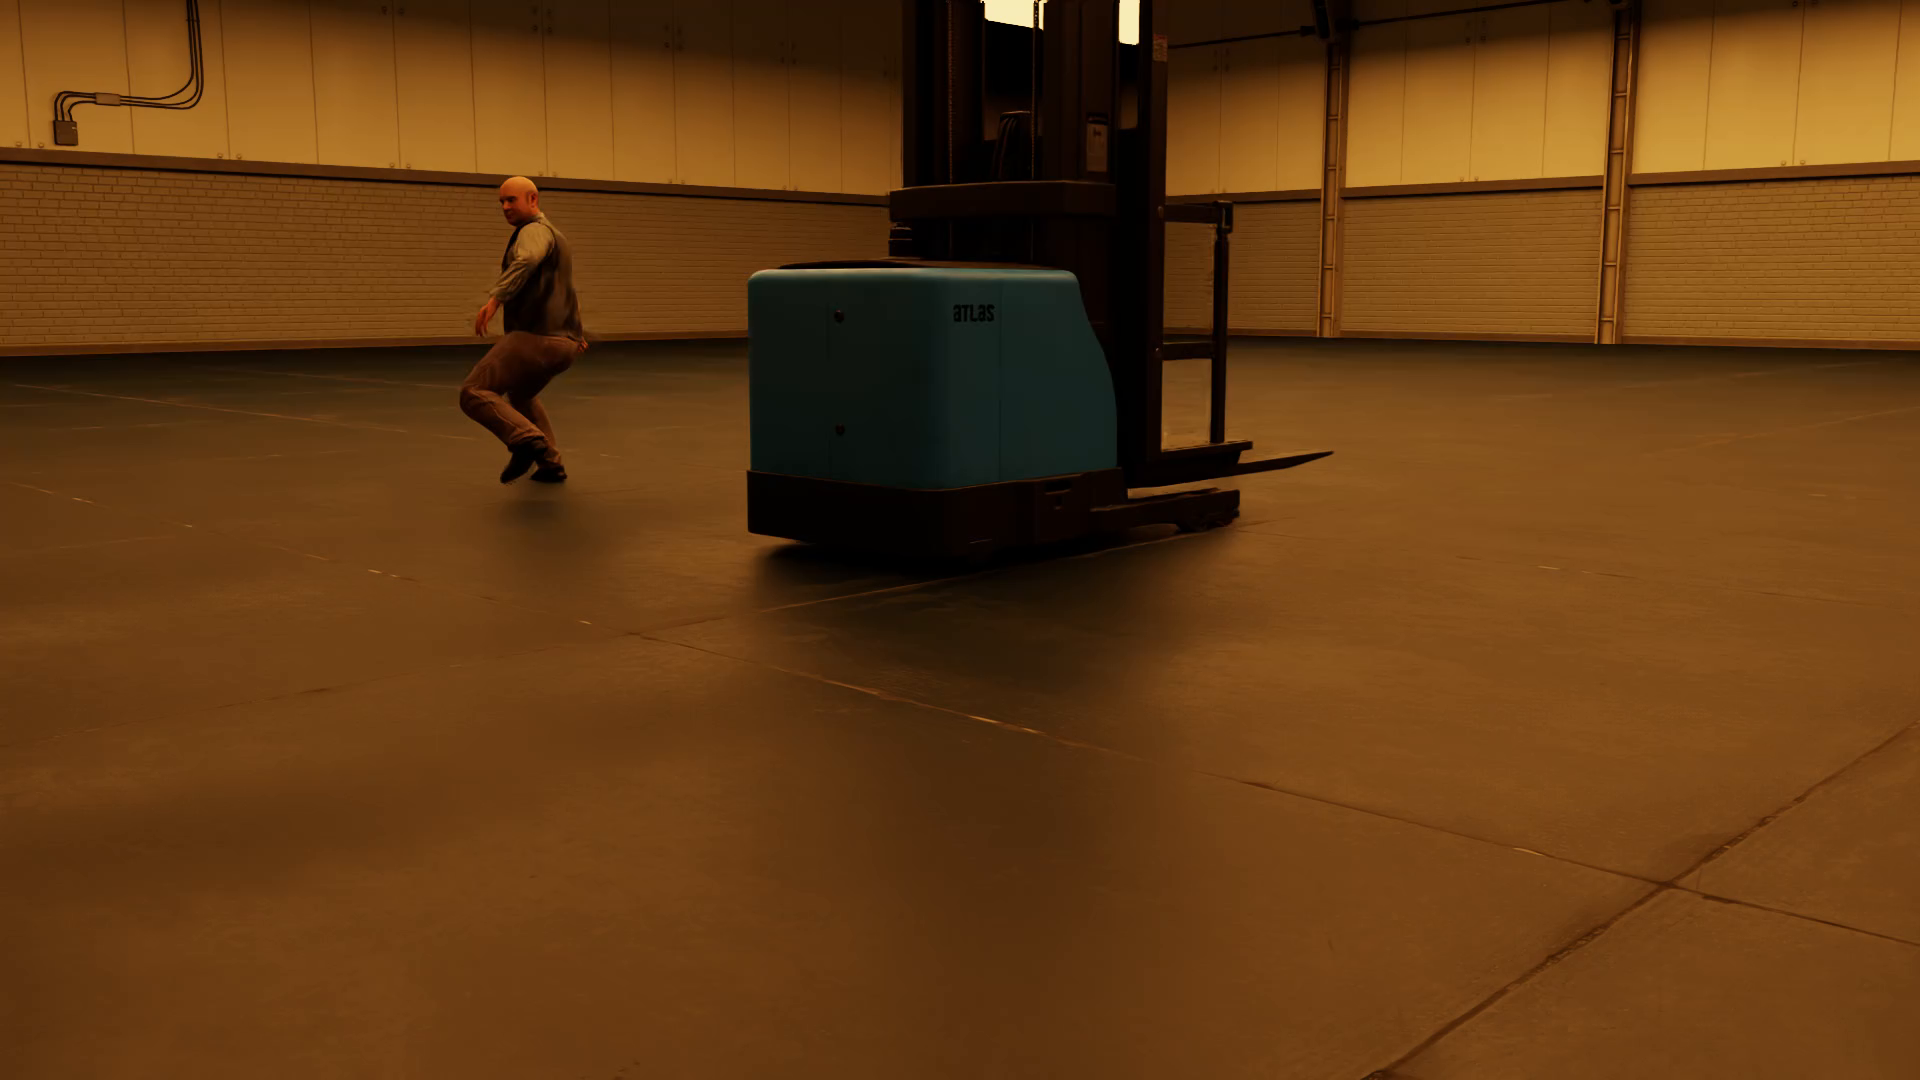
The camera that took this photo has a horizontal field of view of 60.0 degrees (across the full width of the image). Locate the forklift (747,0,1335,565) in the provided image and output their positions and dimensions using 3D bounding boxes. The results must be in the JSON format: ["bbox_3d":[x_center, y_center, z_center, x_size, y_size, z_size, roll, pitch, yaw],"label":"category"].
[{"bbox_3d":[0.547,-1.526,7.008,1.130,2.935,3.031,8,12,42],"label":"forklift"}]

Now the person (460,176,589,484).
[{"bbox_3d":[-2.181,-1.035,8.494,0.502,1.606,1.099,1,9,9],"label":"person"}]
